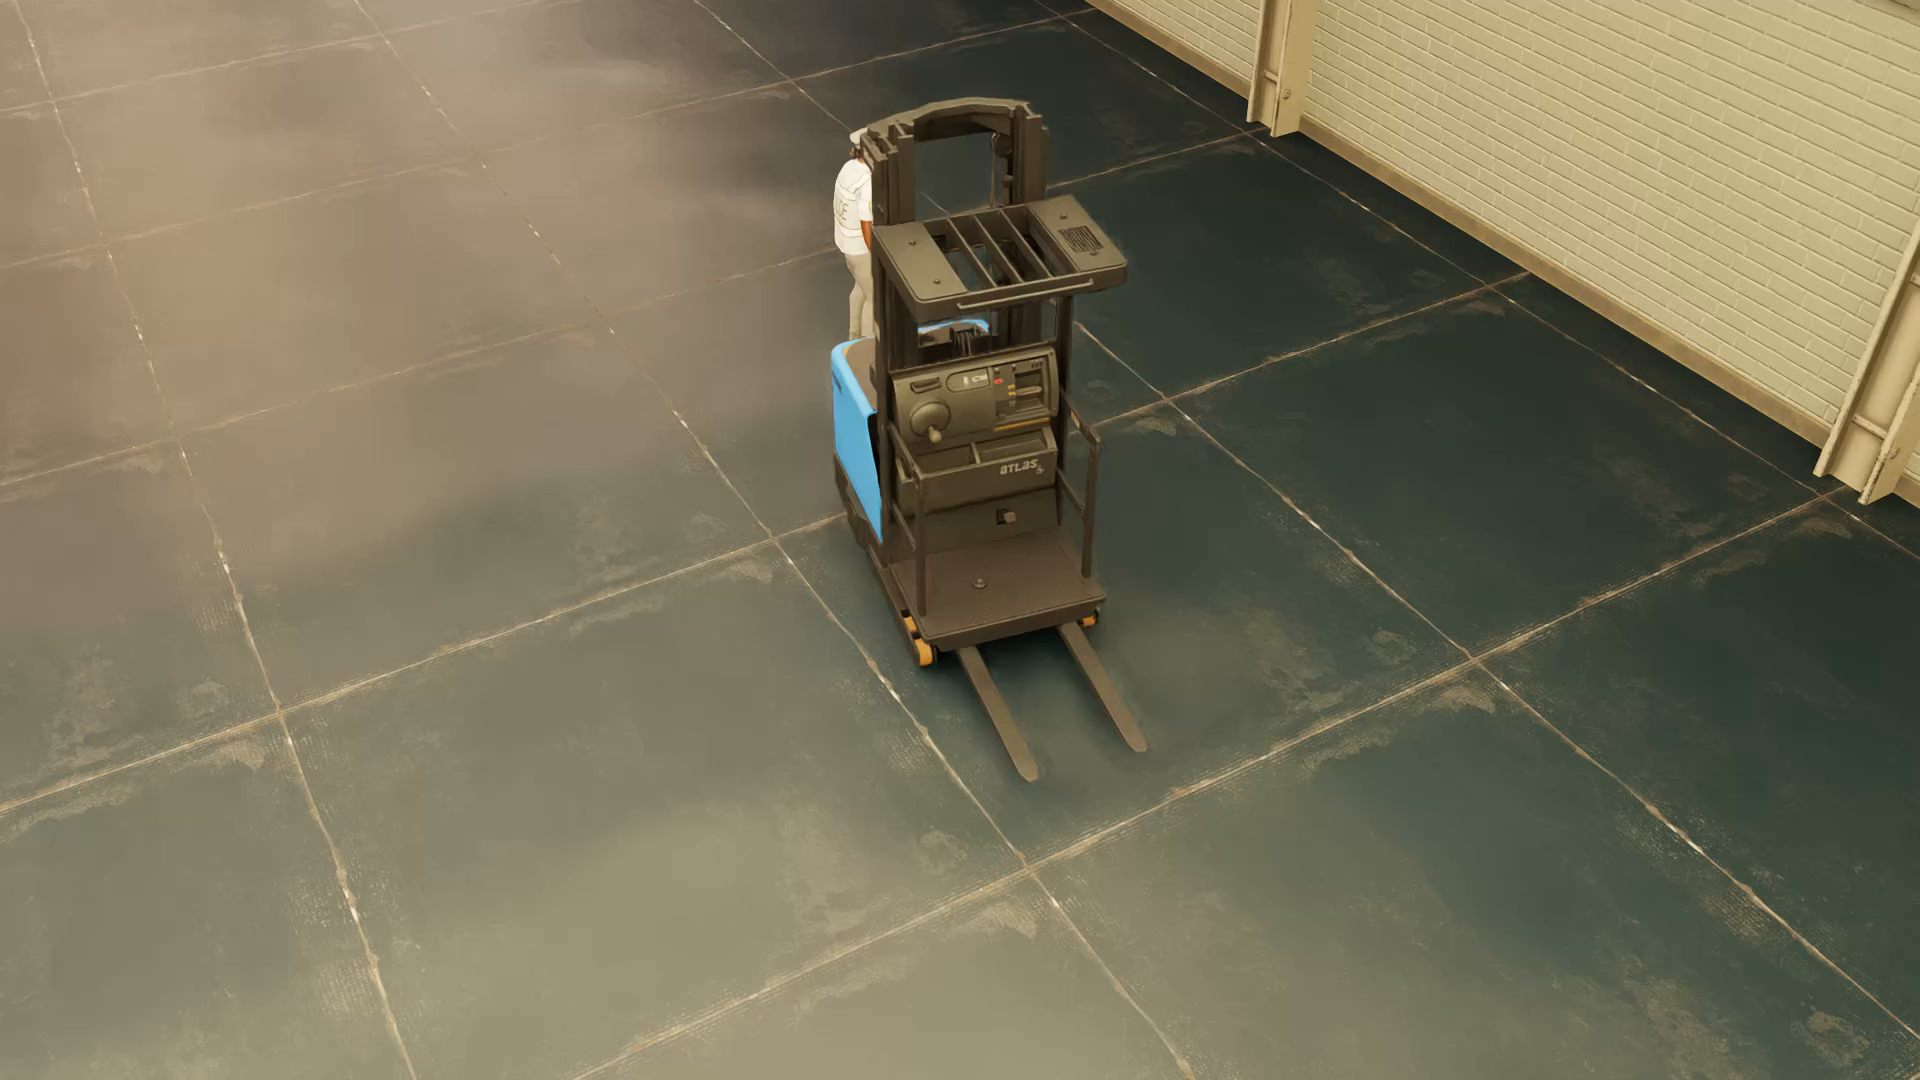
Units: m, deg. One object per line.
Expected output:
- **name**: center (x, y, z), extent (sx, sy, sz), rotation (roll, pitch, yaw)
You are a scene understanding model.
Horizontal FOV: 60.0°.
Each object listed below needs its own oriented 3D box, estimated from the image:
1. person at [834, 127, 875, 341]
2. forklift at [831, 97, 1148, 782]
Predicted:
- **person**: center (-0.650, -2.033, 11.488), extent (0.397, 1.655, 0.517), rotation (-13, 41, -15)
- **forklift**: center (0.165, -0.705, 8.886), extent (1.130, 2.935, 3.031), rotation (-13, 41, -15)
